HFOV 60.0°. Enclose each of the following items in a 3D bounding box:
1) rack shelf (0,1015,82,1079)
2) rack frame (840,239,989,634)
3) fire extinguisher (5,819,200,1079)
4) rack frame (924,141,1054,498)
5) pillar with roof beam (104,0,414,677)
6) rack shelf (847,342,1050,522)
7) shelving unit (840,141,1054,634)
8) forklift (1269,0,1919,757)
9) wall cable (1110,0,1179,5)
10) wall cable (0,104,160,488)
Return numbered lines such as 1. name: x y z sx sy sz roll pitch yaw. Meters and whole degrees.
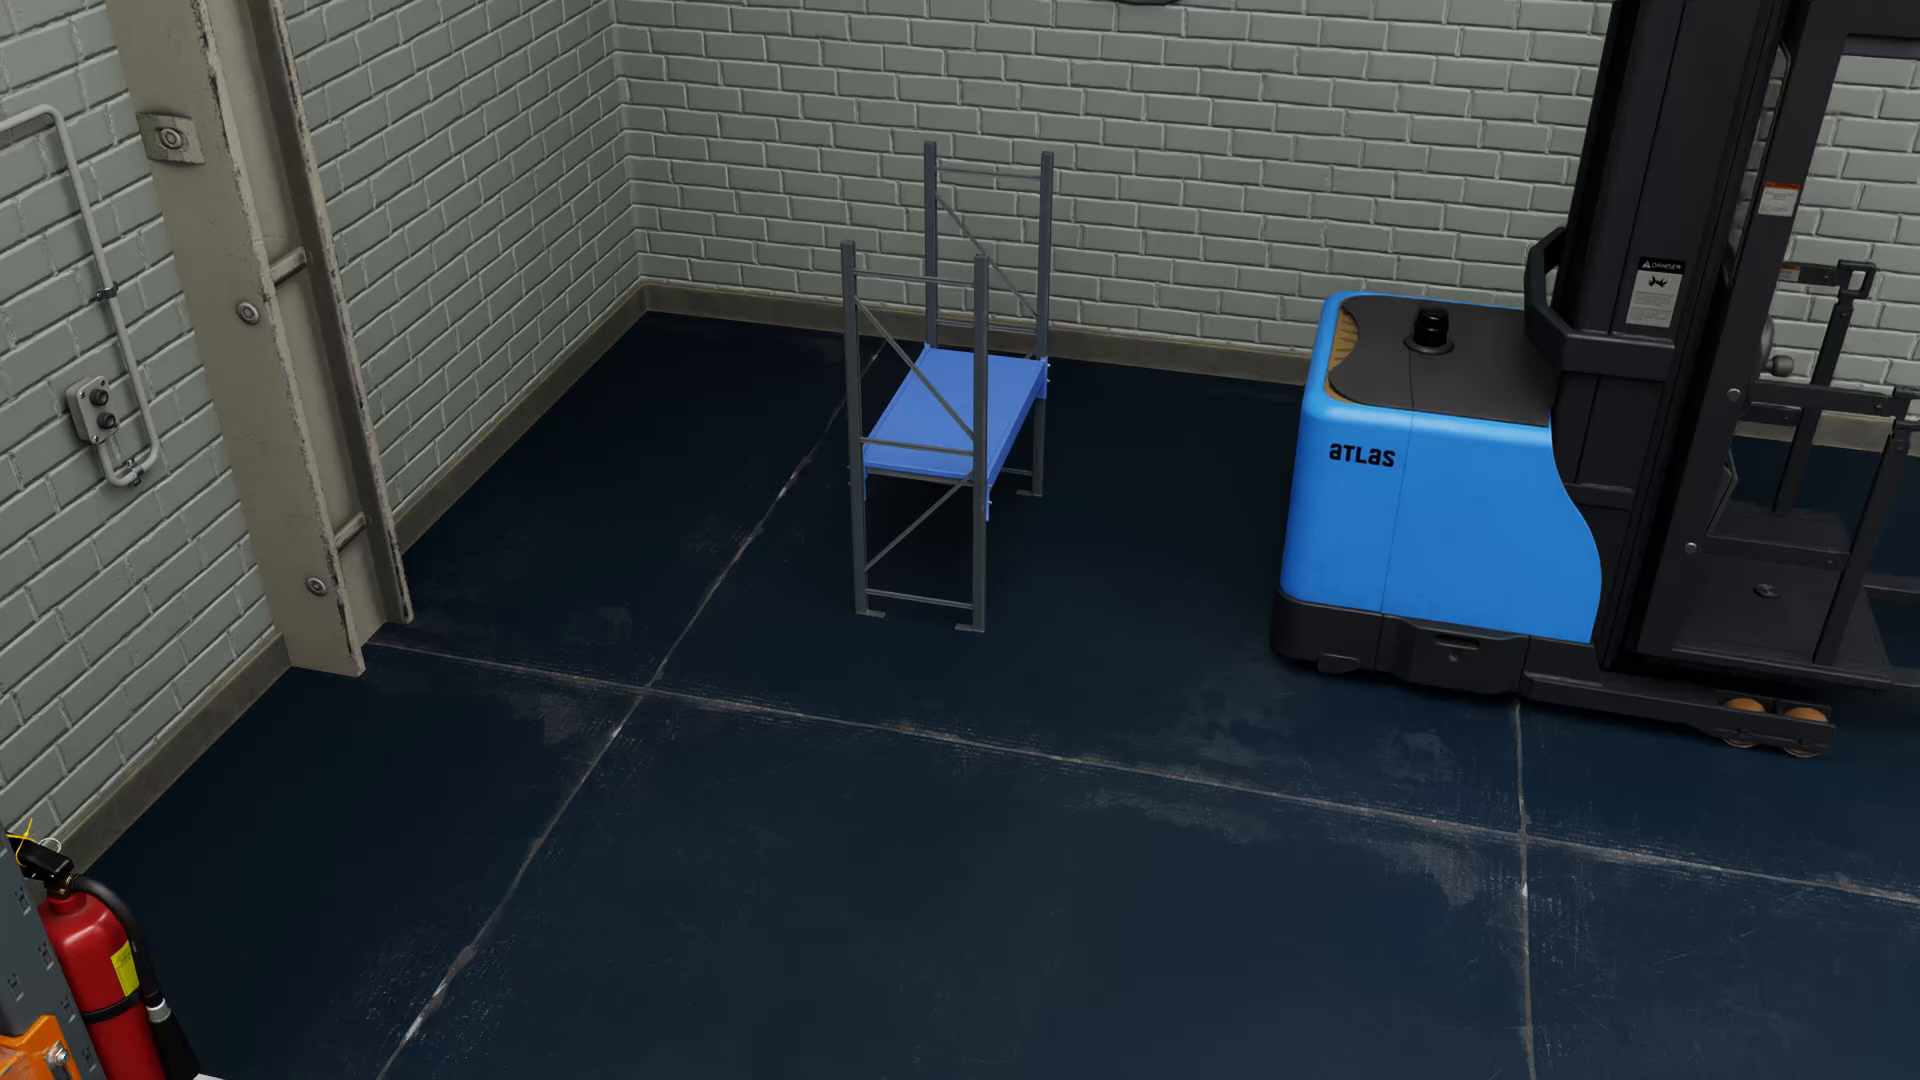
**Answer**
1. rack shelf: -2.618 1.963 1.536 1.077 0.370 4.000 8 33 12
2. rack frame: -0.151 -0.325 5.863 0.500 1.500 0.032 8 33 12
3. fire extinguisher: -1.626 0.796 3.121 0.296 0.674 0.183 8 33 12
4. rack frame: 0.107 -0.852 6.693 0.500 1.500 0.032 8 33 12
5. pillar with roof beam: 1.902 -2.843 2.834 9.100 9.000 0.400 8 33 12
6. rack shelf: -0.022 -0.437 6.375 0.538 0.185 1.000 8 33 12
7. shelving unit: -0.022 -0.589 6.278 0.538 1.500 1.048 8 33 12
8. forklift: 2.699 -0.823 5.313 3.031 2.935 1.130 8 33 13
9. wall cable: -0.330 -3.486 6.740 3.097 2.526 0.112 8 33 12
10. wall cable: -2.701 -0.600 3.951 0.084 1.984 1.851 8 33 12
